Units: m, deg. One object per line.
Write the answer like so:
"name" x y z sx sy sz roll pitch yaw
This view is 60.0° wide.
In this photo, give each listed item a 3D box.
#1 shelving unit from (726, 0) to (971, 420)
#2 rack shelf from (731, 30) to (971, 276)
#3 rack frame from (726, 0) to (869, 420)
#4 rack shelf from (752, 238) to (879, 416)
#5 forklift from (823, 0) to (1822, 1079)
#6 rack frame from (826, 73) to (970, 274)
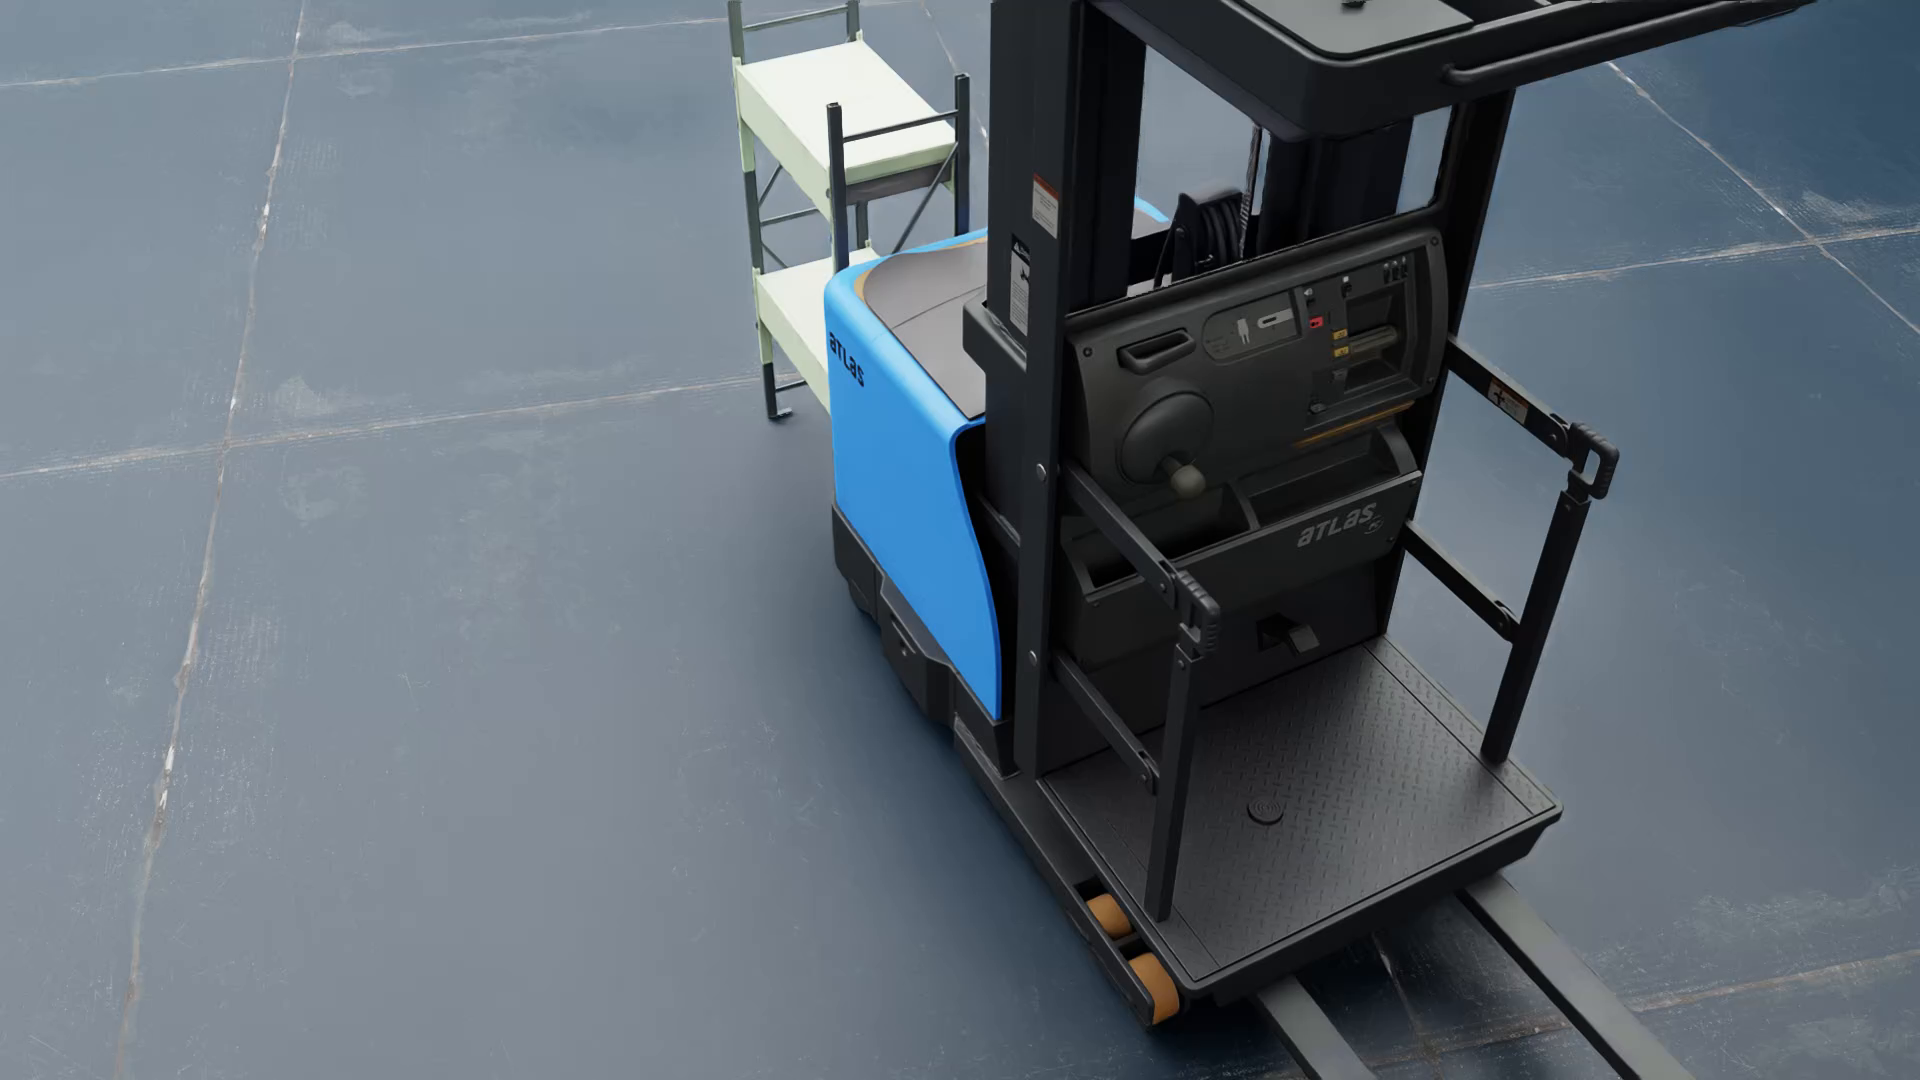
"shelving unit" -0.321 -0.822 5.046 0.431 1.500 0.755 -18 45 -19
"rack shelf" -0.321 -1.114 4.787 0.431 0.370 0.720 -18 45 -19
"rack frame" -0.483 -1.040 5.292 0.400 1.500 0.023 -18 45 -19
"rack shelf" -0.321 -0.578 5.263 0.431 0.370 0.720 -18 45 -19
"forklift" 0.755 -0.295 3.374 1.130 2.935 3.031 -19 45 -21
"rack frame" -0.158 -0.604 4.801 0.400 1.500 0.023 -18 45 -19
